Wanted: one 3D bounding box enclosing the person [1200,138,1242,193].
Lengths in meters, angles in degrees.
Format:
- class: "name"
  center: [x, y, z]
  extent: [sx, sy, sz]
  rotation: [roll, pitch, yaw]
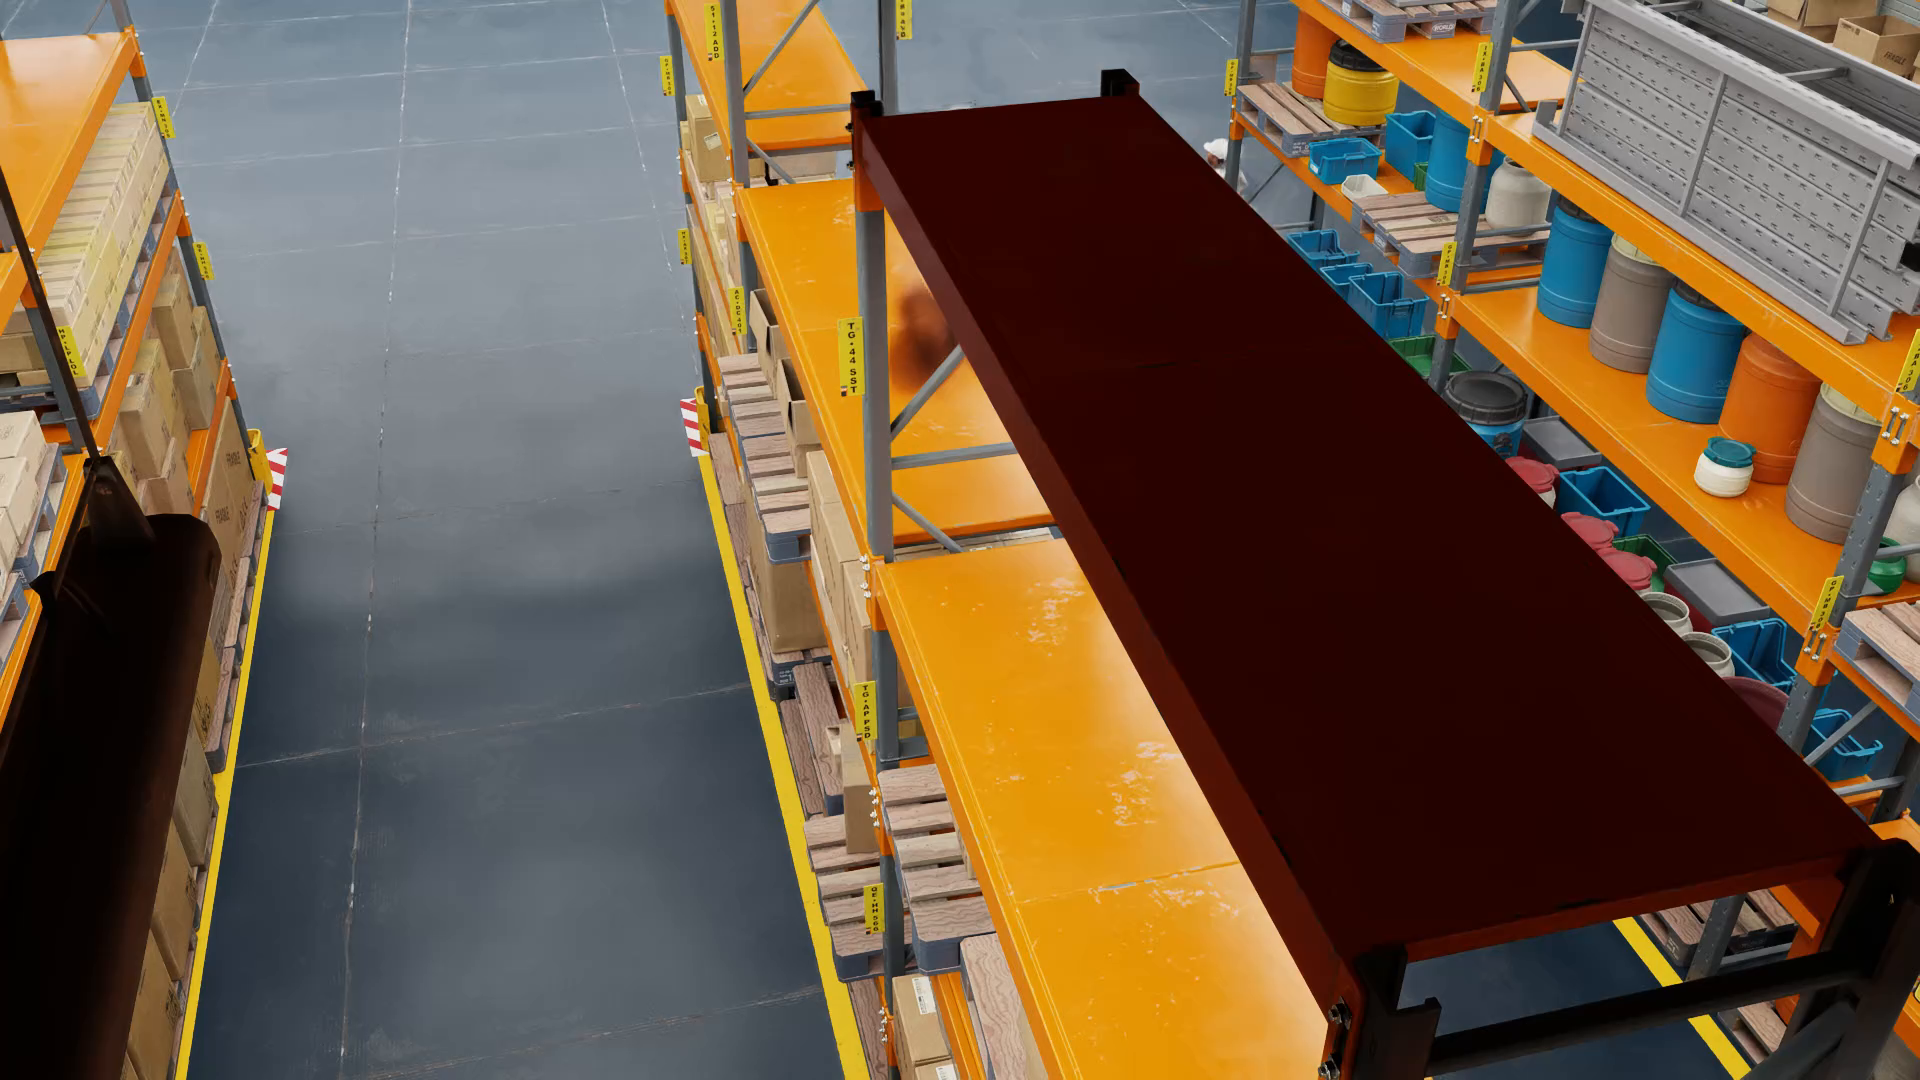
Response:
- class: "person"
  center: [2.700, -3.298, 17.345]
  extent: [0.834, 1.790, 0.668]
  rotation: [16, 38, 22]
